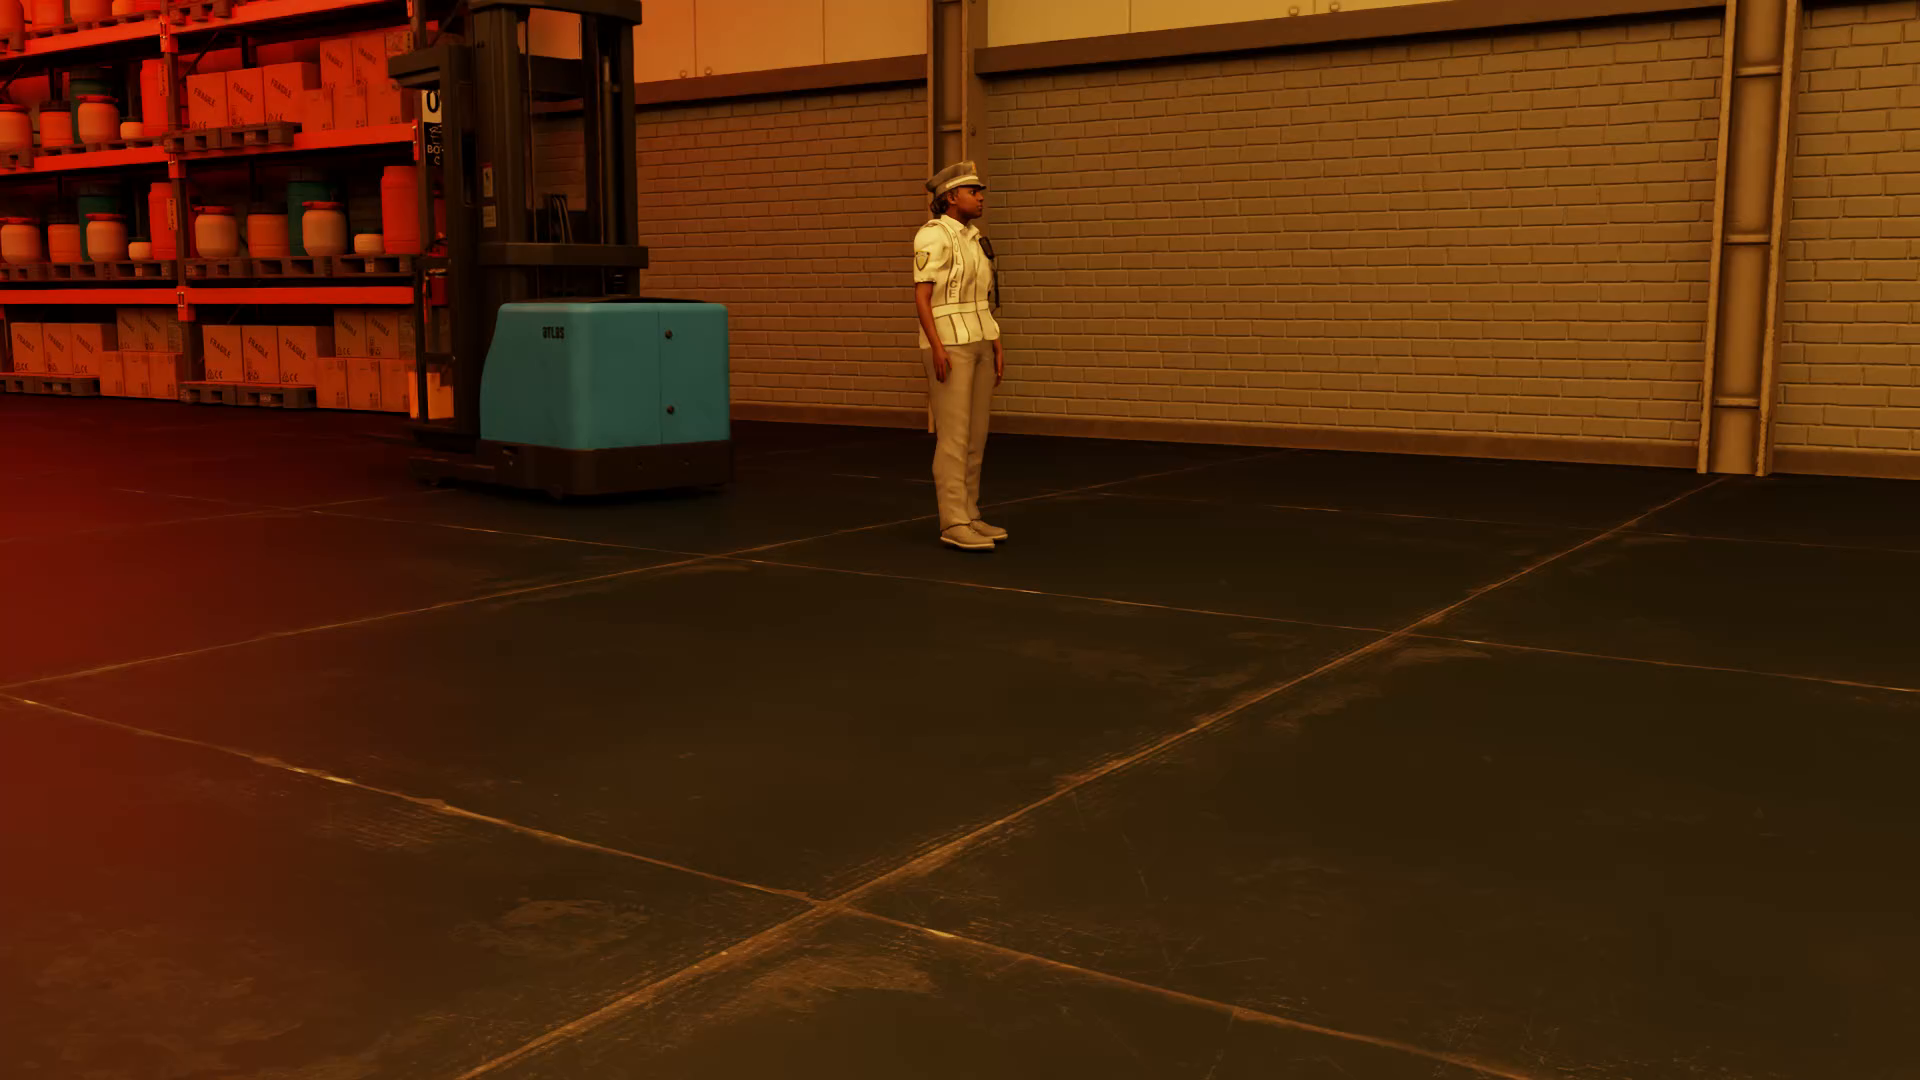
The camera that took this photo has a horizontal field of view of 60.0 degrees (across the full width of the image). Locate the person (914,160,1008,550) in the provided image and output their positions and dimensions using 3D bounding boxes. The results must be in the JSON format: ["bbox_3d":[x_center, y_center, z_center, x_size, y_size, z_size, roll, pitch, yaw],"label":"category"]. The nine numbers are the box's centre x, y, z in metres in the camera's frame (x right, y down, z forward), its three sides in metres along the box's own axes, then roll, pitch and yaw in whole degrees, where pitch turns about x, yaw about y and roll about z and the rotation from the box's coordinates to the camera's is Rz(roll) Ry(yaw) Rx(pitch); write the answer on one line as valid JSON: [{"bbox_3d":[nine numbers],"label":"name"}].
[{"bbox_3d":[0.051,-0.838,7.425,0.528,1.695,0.569,5,10,34],"label":"person"}]

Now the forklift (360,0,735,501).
[{"bbox_3d":[-2.665,-1.812,9.938,1.130,2.935,3.031,-8,11,-44],"label":"forklift"}]
